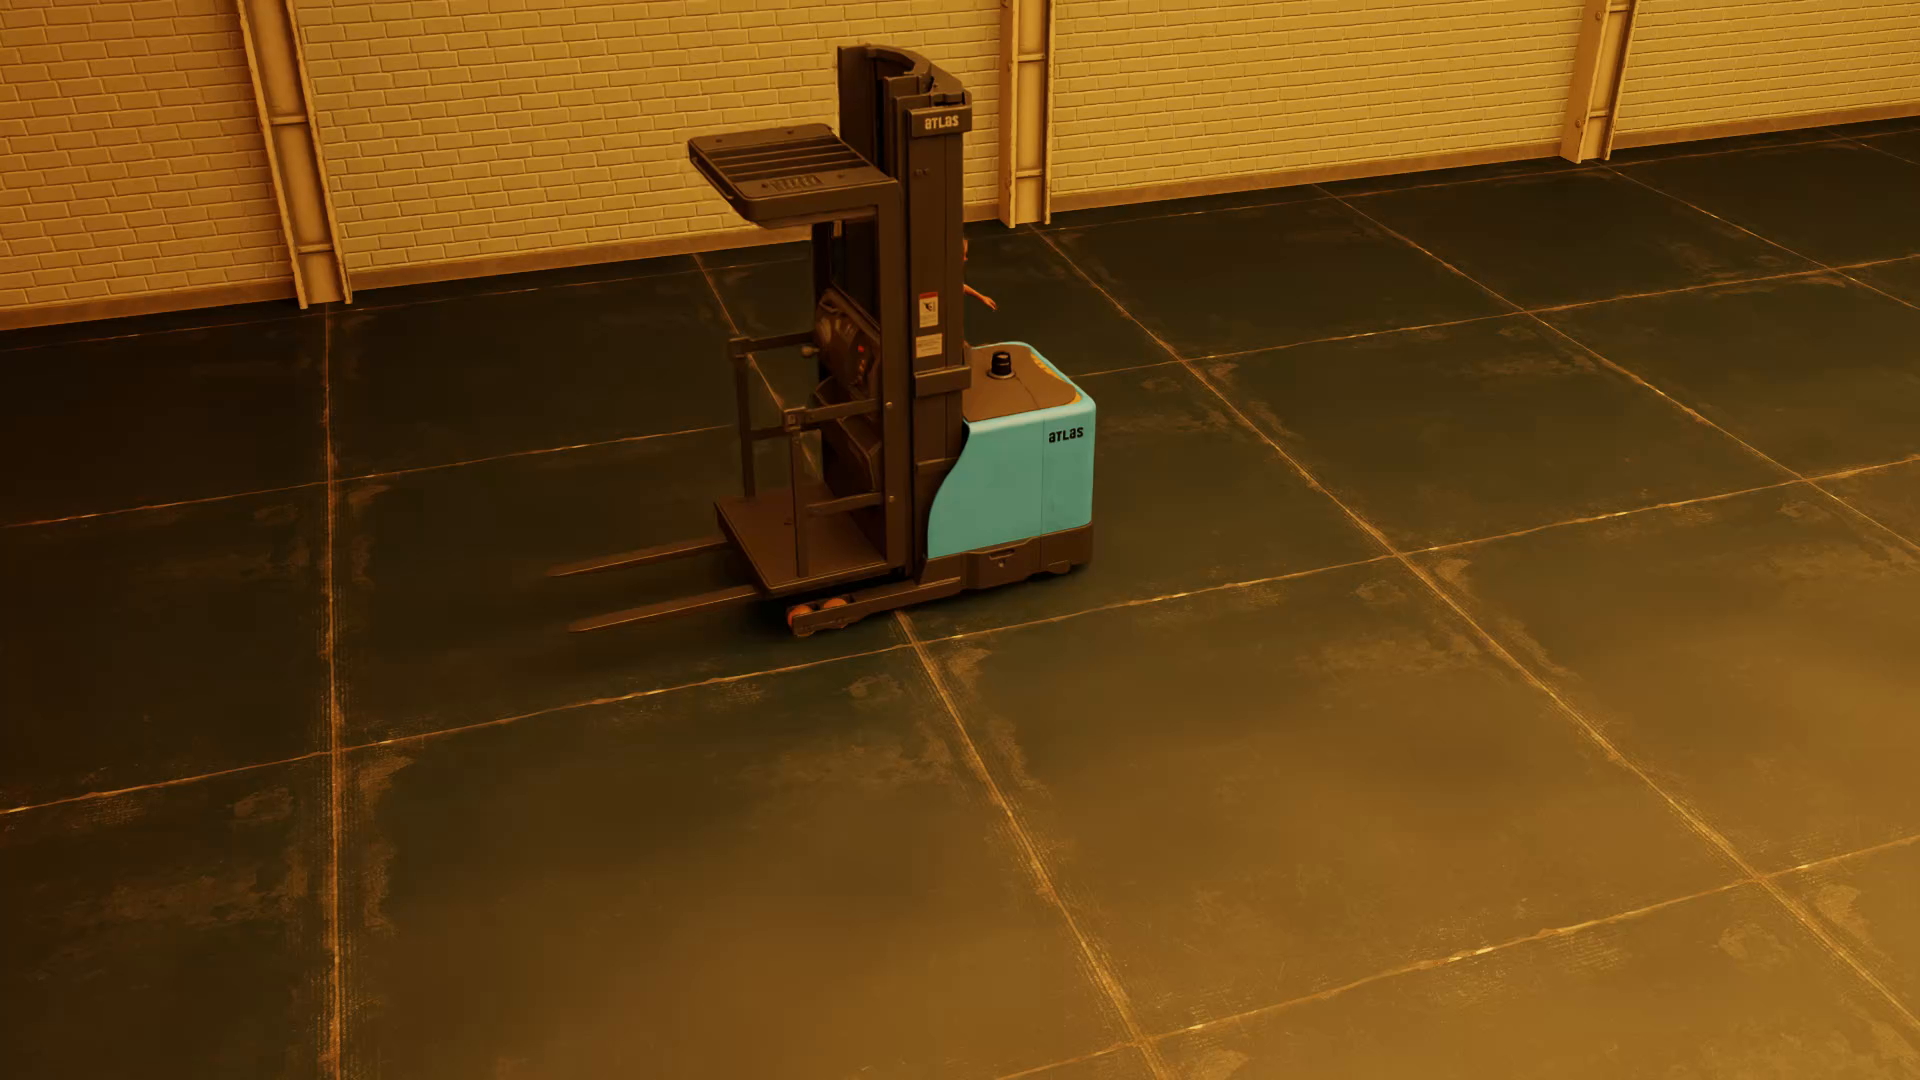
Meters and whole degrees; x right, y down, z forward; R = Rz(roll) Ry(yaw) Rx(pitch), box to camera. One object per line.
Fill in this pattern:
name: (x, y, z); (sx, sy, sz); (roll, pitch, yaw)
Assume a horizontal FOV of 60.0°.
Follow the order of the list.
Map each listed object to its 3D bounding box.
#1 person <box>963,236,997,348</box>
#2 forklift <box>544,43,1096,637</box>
person: (-0.004, -1.289, 10.824); (0.870, 1.517, 0.936); (0, 30, -1)
forklift: (-0.794, -1.040, 8.895); (3.031, 2.935, 1.130); (-12, 32, -20)
